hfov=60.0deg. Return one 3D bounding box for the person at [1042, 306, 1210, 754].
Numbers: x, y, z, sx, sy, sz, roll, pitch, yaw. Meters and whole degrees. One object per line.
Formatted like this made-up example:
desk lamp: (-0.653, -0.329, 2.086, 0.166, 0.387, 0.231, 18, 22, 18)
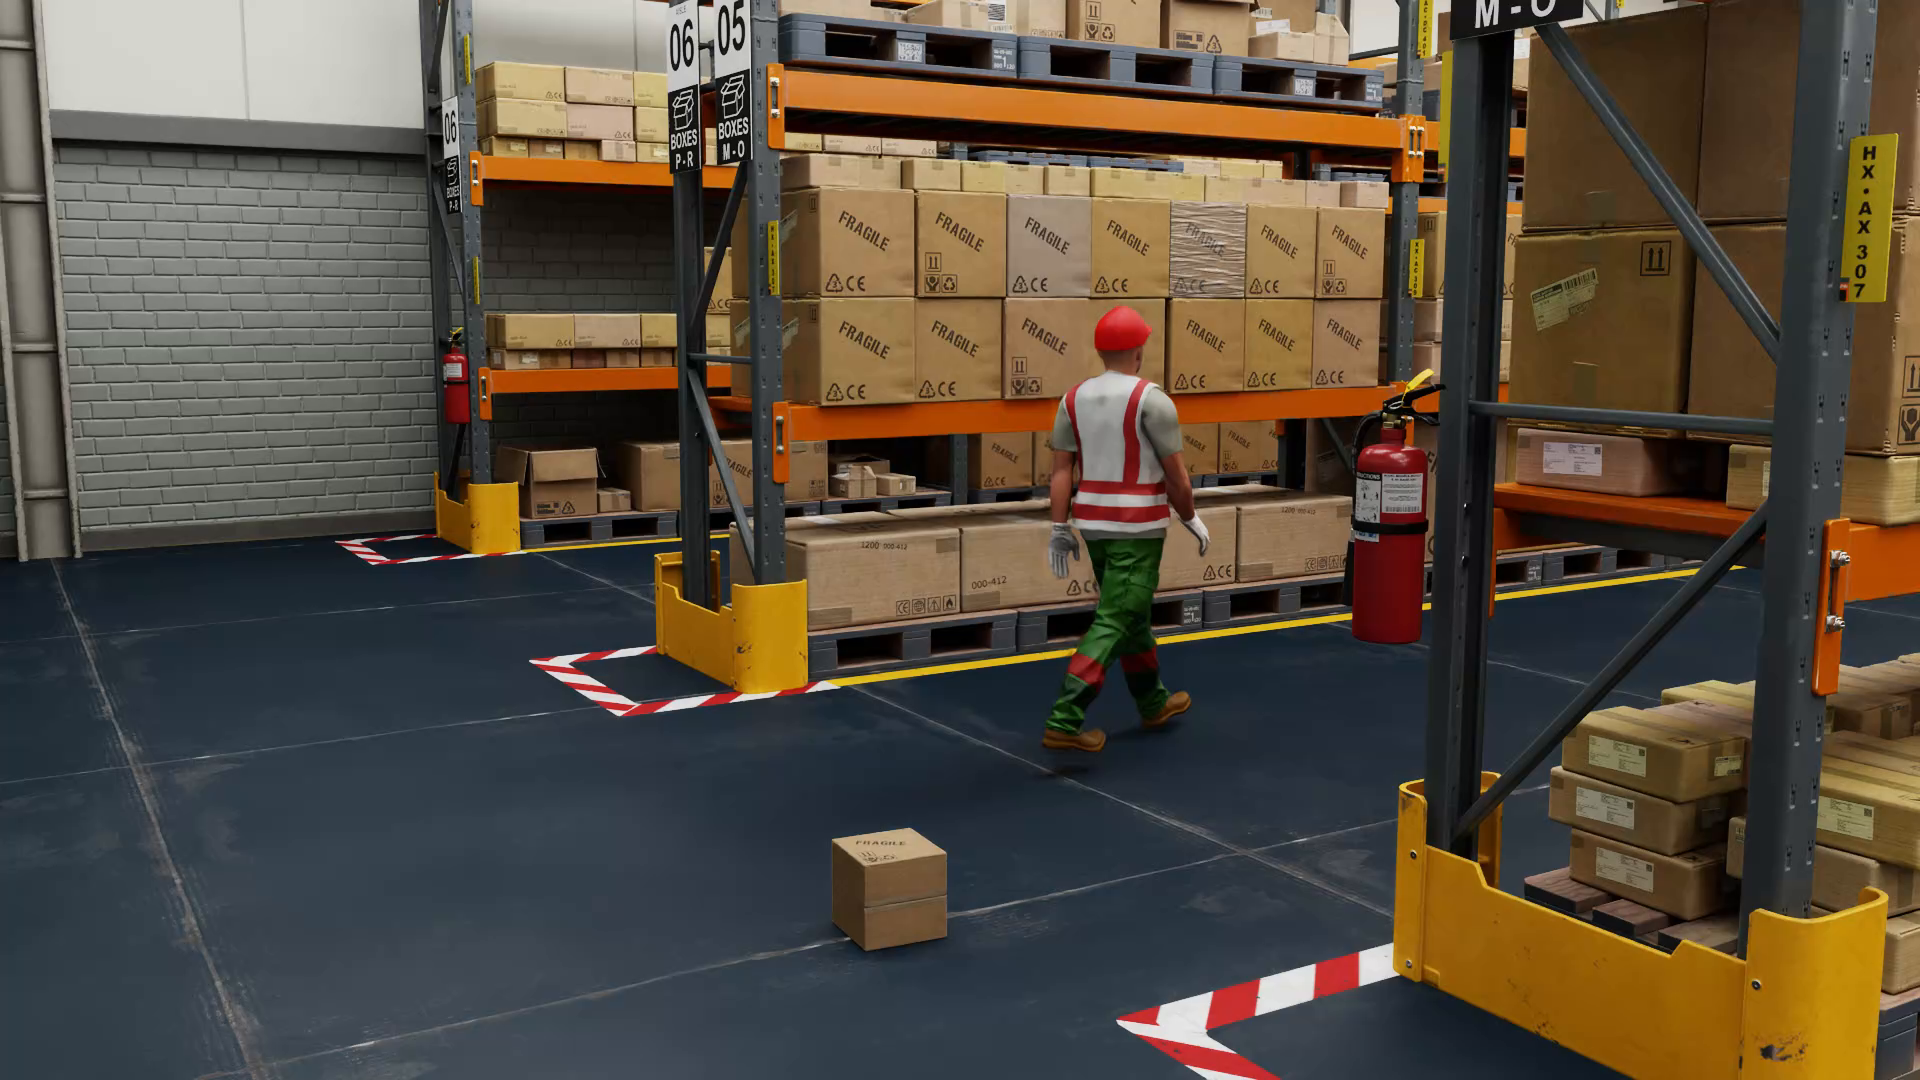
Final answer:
person: (0.664, -0.046, 6.562, 0.532, 1.740, 1.079, 8, 11, 44)
